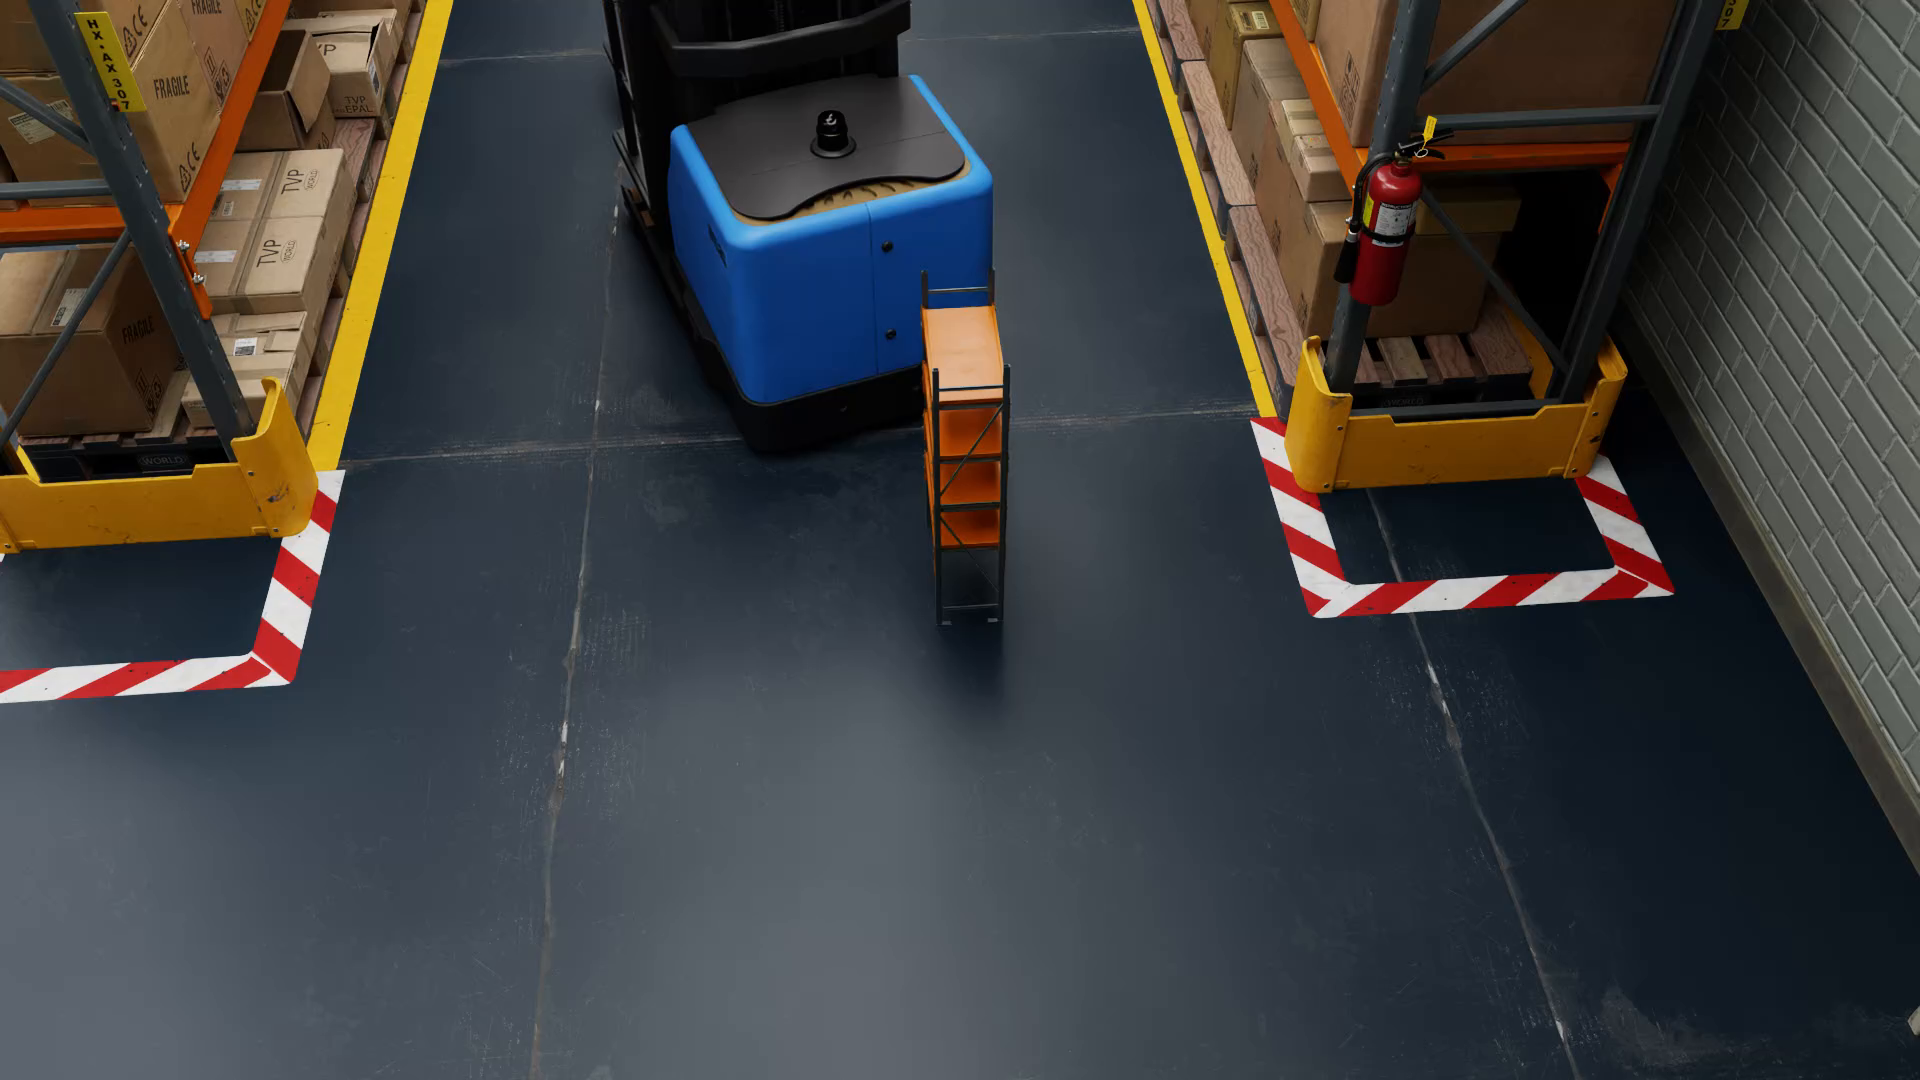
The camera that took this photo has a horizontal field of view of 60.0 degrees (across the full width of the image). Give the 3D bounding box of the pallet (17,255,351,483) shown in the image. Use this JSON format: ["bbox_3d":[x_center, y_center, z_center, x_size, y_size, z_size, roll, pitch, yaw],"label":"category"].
[{"bbox_3d":[-3.132,-0.754,6.819,1.003,0.211,1.213,-3,47,-3],"label":"pallet"}]

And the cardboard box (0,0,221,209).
[{"bbox_3d":[-2.832,-1.453,5.491,0.500,0.500,0.500,-3,47,-2],"label":"cardboard box"}]

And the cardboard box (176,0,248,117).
[{"bbox_3d":[-2.881,-1.826,5.844,0.500,0.500,0.500,-4,47,-4],"label":"cardboard box"}]

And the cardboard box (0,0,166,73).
[{"bbox_3d":[-2.832,-1.796,5.128,0.500,0.500,0.500,-2,47,-2],"label":"cardboard box"}]

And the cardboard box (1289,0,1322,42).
[{"bbox_3d":[1.753,-2.382,6.234,0.980,0.700,0.700,-4,47,-4],"label":"cardboard box"}]

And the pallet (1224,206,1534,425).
[{"bbox_3d":[1.733,-1.000,7.052,1.003,0.211,1.213,-3,47,-3],"label":"pallet"}]

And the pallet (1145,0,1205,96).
[{"bbox_3d":[1.529,-2.765,8.723,1.003,0.211,1.213,-3,47,-3],"label":"pallet"}]

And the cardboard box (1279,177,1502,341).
[{"bbox_3d":[1.720,-1.170,6.725,0.700,0.500,0.500,-3,47,-3],"label":"cardboard box"}]

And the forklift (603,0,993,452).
[{"bbox_3d":[-0.892,-2.440,6.542,1.130,2.935,3.031,-17,49,-15],"label":"forklift"}]

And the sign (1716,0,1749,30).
[{"bbox_3d":[2.432,-1.739,5.180,0.100,0.325,0.005,-3,47,-3],"label":"sign"}]

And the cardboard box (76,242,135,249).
[{"bbox_3d":[-3.398,-1.355,7.058,0.500,0.250,0.500,-3,47,-3],"label":"cardboard box"}]

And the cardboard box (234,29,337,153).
[{"bbox_3d":[-3.230,-1.909,7.408,0.797,0.503,0.637,-3,47,-3],"label":"cardboard box"}]

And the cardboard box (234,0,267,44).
[{"bbox_3d":[-2.920,-2.189,6.188,0.500,0.500,0.500,-4,47,-3],"label":"cardboard box"}]

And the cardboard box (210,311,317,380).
[{"bbox_3d":[-2.771,-0.763,6.555,0.380,0.166,0.250,-3,47,-3],"label":"cardboard box"}]

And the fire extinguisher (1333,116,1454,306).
[{"bbox_3d":[1.431,-1.093,5.529,0.296,0.674,0.183,-3,47,-3],"label":"fire extinguisher"}]

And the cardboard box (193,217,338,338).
[{"bbox_3d":[-2.863,-1.059,6.778,0.500,0.250,0.500,-3,47,-3],"label":"cardboard box"}]

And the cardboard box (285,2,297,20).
[{"bbox_3d":[-3.573,-2.885,8.465,0.500,0.311,0.500,-3,47,-3],"label":"cardboard box"}]

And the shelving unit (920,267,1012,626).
[{"bbox_3d":[0.014,-0.293,5.701,0.258,1.200,0.503,-3,47,-3],"label":"shelving unit"}]

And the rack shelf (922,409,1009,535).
[{"bbox_3d":[0.014,-0.247,5.750,0.258,0.148,0.480,-3,47,-3],"label":"rack shelf"}]

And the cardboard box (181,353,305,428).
[{"bbox_3d":[-2.750,-0.576,6.390,0.380,0.149,0.250,-3,47,-3],"label":"cardboard box"}]

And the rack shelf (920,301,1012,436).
[{"bbox_3d":[0.014,-0.563,5.416,0.258,0.148,0.480,-3,47,-3],"label":"rack shelf"}]

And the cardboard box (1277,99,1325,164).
[{"bbox_3d":[1.505,-1.660,6.742,0.380,0.149,0.250,-2,47,-2],"label":"cardboard box"}]

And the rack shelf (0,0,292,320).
[{"bbox_3d":[-3.225,-2.281,6.840,1.077,0.370,4.000,-3,47,-3],"label":"rack shelf"}]

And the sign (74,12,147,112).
[{"bbox_3d":[-2.517,-1.412,4.925,0.100,0.325,0.005,-3,47,-3],"label":"sign"}]

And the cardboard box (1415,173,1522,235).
[{"bbox_3d":[1.930,-1.315,6.415,0.380,0.149,0.250,-3,47,-3],"label":"cardboard box"}]

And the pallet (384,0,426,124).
[{"bbox_3d":[-3.336,-2.519,8.491,1.003,0.211,1.213,-3,47,-3],"label":"pallet"}]

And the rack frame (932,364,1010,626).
[{"bbox_3d":[0.034,-0.116,5.534,0.240,1.200,0.015,-3,47,-3],"label":"rack frame"}]

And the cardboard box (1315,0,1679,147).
[{"bbox_3d":[1.825,-1.856,5.736,0.980,0.700,0.700,-2,47,-1],"label":"cardboard box"}]

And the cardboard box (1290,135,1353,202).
[{"bbox_3d":[1.528,-1.475,6.567,0.380,0.149,0.250,-4,47,-4],"label":"cardboard box"}]

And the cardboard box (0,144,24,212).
[{"bbox_3d":[-3.367,-1.423,5.463,0.500,0.500,0.500,-2,47,-2],"label":"cardboard box"}]

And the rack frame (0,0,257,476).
[{"bbox_3d":[-3.058,-1.081,5.208,1.000,3.000,0.127,-3,47,-3],"label":"rack frame"}]

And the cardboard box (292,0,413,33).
[{"bbox_3d":[-3.062,-2.872,8.323,0.500,0.500,0.500,-3,47,-3],"label":"cardboard box"}]

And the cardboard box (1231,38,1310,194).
[{"bbox_3d":[1.635,-1.896,7.412,0.700,0.500,0.500,-5,47,-5],"label":"cardboard box"}]

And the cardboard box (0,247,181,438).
[{"bbox_3d":[-3.349,-0.751,6.314,0.500,0.500,0.500,-3,47,-3],"label":"cardboard box"}]

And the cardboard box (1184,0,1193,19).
[{"bbox_3d":[1.504,-3.017,8.473,0.700,0.500,0.500,-3,47,-3],"label":"cardboard box"}]

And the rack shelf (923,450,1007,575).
[{"bbox_3d":[0.014,-0.110,5.894,0.258,0.148,0.480,-3,47,-3],"label":"rack shelf"}]

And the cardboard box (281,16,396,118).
[{"bbox_3d":[-3.000,-2.264,7.877,0.500,0.311,0.500,-3,47,-3],"label":"cardboard box"}]

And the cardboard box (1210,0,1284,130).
[{"bbox_3d":[1.583,-2.281,7.777,0.700,0.500,0.500,-3,47,-2],"label":"cardboard box"}]

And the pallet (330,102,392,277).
[{"bbox_3d":[-3.231,-1.635,7.653,1.003,0.211,1.213,-3,47,-3],"label":"pallet"}]

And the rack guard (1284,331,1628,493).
[{"bbox_3d":[1.880,-0.508,6.387,1.175,0.500,0.348,-3,47,-3],"label":"rack guard"}]

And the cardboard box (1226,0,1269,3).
[{"bbox_3d":[1.394,-2.603,7.635,0.380,0.149,0.250,-5,47,-4],"label":"cardboard box"}]

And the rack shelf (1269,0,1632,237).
[{"bbox_3d":[1.711,-2.585,7.127,1.077,0.370,4.000,-3,47,-3],"label":"rack shelf"}]

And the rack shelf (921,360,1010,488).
[{"bbox_3d":[0.014,-0.400,5.587,0.258,0.148,0.480,-3,47,-3],"label":"rack shelf"}]

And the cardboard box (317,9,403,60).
[{"bbox_3d":[-2.971,-2.484,8.197,0.380,0.149,0.250,-3,47,-3],"label":"cardboard box"}]

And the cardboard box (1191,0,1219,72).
[{"bbox_3d":[1.542,-2.653,8.129,0.700,0.500,0.500,-4,47,-4],"label":"cardboard box"}]

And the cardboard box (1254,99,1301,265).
[{"bbox_3d":[1.678,-1.532,7.068,0.700,0.500,0.500,-4,47,-3],"label":"cardboard box"}]

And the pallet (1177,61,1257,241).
[{"bbox_3d":[1.634,-1.880,7.886,1.003,0.211,1.213,-3,47,-3],"label":"pallet"}]

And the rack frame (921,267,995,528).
[{"bbox_3d":[-0.007,-0.469,5.868,0.240,1.200,0.015,-3,47,-3],"label":"rack frame"}]

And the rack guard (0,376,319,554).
[{"bbox_3d":[-3.064,-0.277,6.168,1.175,0.500,0.348,-3,47,-3],"label":"rack guard"}]

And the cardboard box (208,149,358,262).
[{"bbox_3d":[-2.904,-1.421,7.121,0.500,0.250,0.500,-3,47,-3],"label":"cardboard box"}]

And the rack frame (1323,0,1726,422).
[{"bbox_3d":[1.878,-1.385,5.496,1.000,3.000,0.127,-3,47,-3],"label":"rack frame"}]
